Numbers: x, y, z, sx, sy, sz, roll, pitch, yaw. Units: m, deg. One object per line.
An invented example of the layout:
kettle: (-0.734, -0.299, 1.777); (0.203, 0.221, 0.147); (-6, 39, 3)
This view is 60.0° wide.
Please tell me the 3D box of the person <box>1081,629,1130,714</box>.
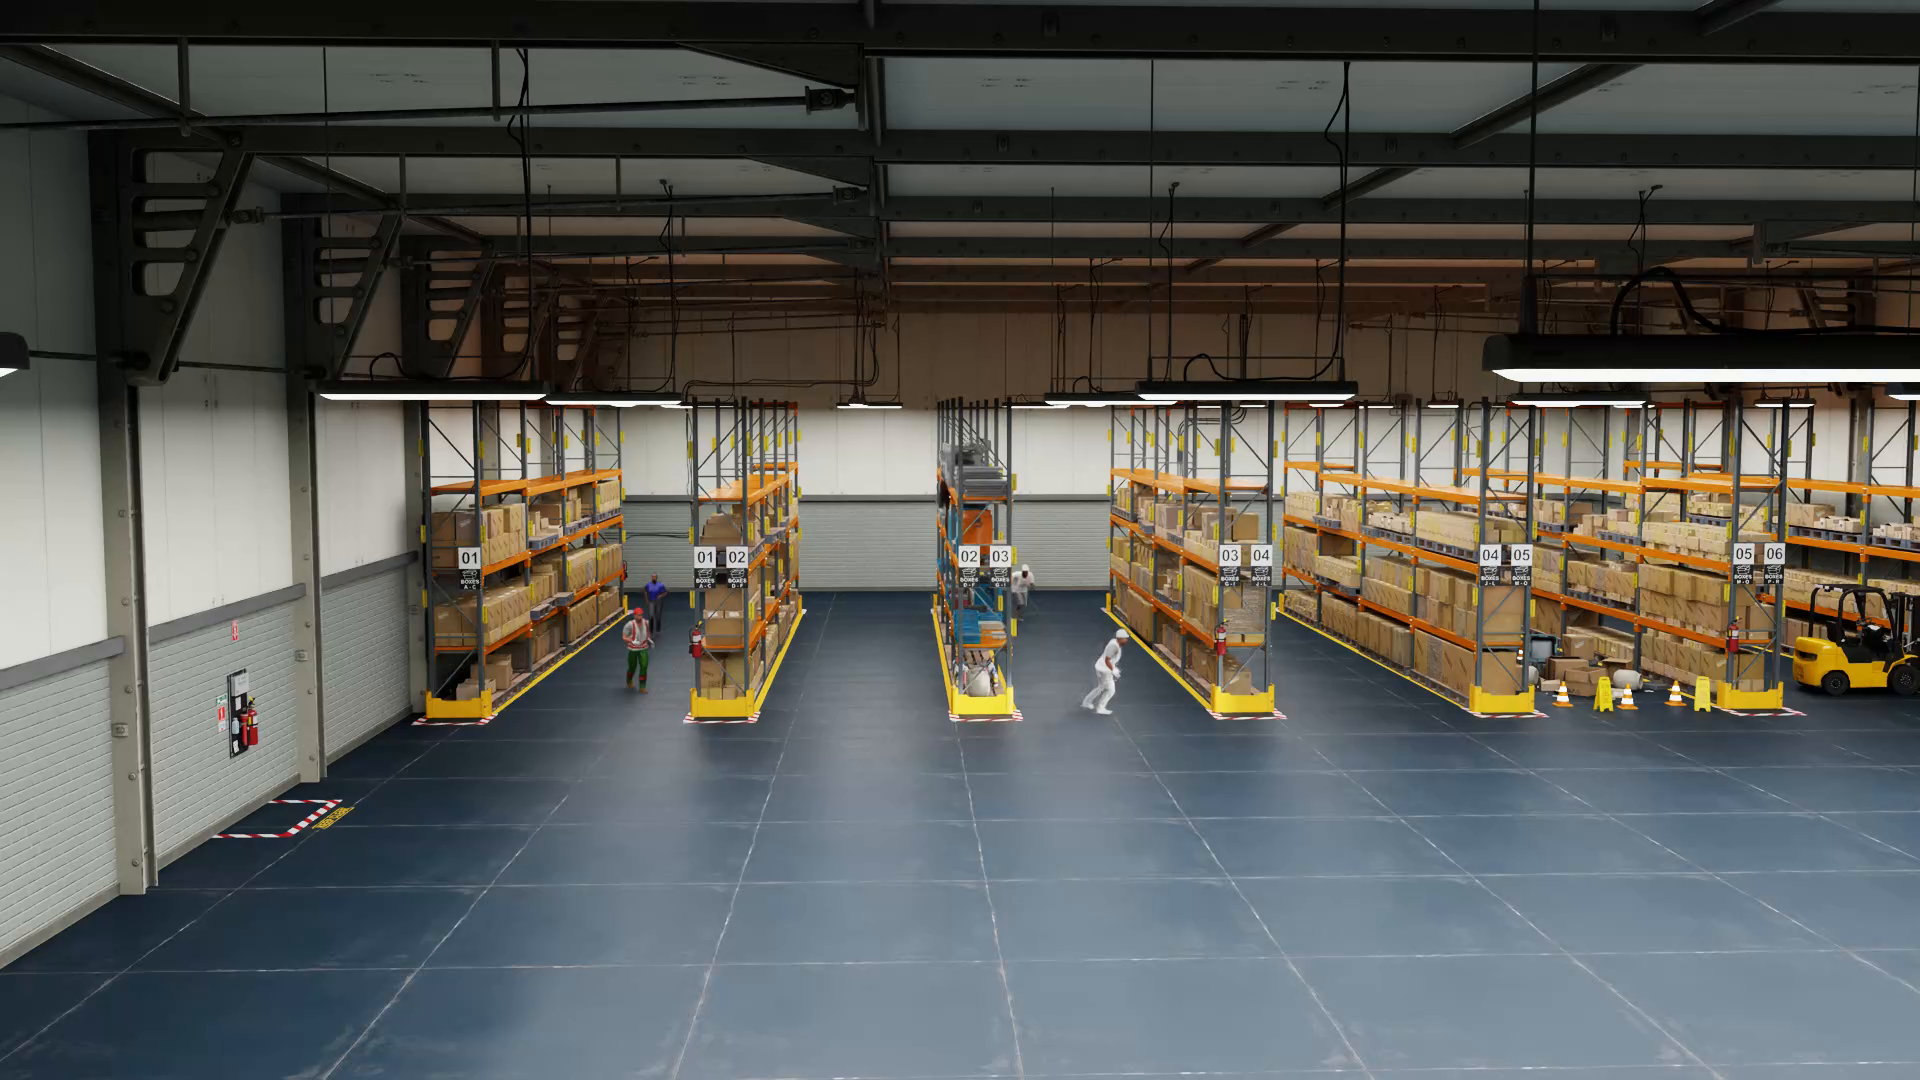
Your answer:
person: (2.753, 2.481, 31.466); (0.919, 1.634, 0.689); (1, 4, 7)

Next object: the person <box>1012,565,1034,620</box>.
person: (1.636, 1.436, 45.214); (0.733, 1.580, 0.875); (-2, 5, -22)

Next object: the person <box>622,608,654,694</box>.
person: (-6.588, 2.228, 33.903); (0.679, 1.755, 0.959); (-2, 5, -28)

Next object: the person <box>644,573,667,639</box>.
person: (-7.696, 1.665, 42.016); (0.584, 1.690, 0.710); (0, 4, -5)
